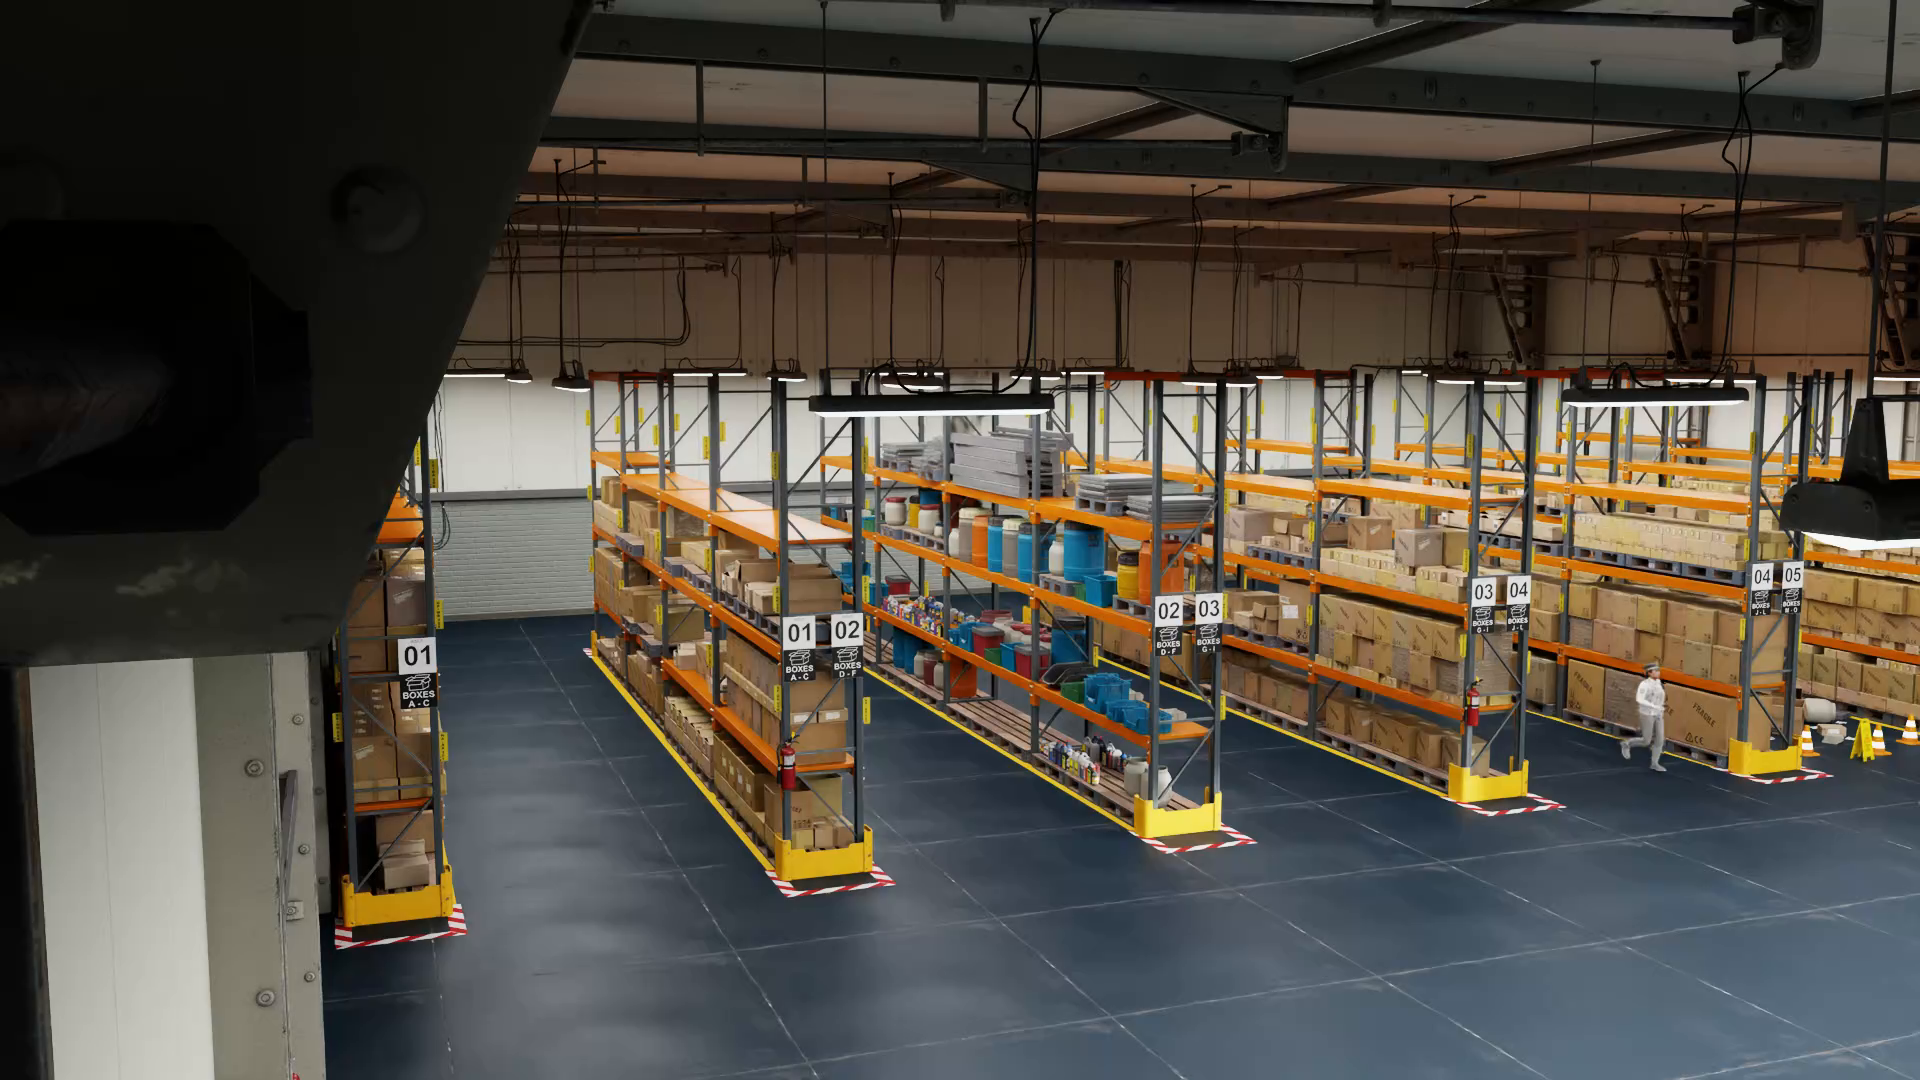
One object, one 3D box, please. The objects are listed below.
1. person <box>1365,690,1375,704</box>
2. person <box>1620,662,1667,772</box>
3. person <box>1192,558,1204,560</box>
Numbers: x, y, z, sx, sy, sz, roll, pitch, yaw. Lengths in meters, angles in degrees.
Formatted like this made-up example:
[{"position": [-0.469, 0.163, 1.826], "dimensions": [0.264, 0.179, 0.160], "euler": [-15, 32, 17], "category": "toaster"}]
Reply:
[{"position": [7.432, 2.130, 29.985], "dimensions": [0.696, 1.742, 0.594], "euler": [-3, 7, -22], "category": "person"}, {"position": [10.517, 2.664, 25.430], "dimensions": [0.647, 1.667, 0.745], "euler": [-4, 8, -33], "category": "person"}, {"position": [5.831, 0.970, 40.944], "dimensions": [0.871, 1.598, 0.543], "euler": [-4, 7, -31], "category": "person"}]
